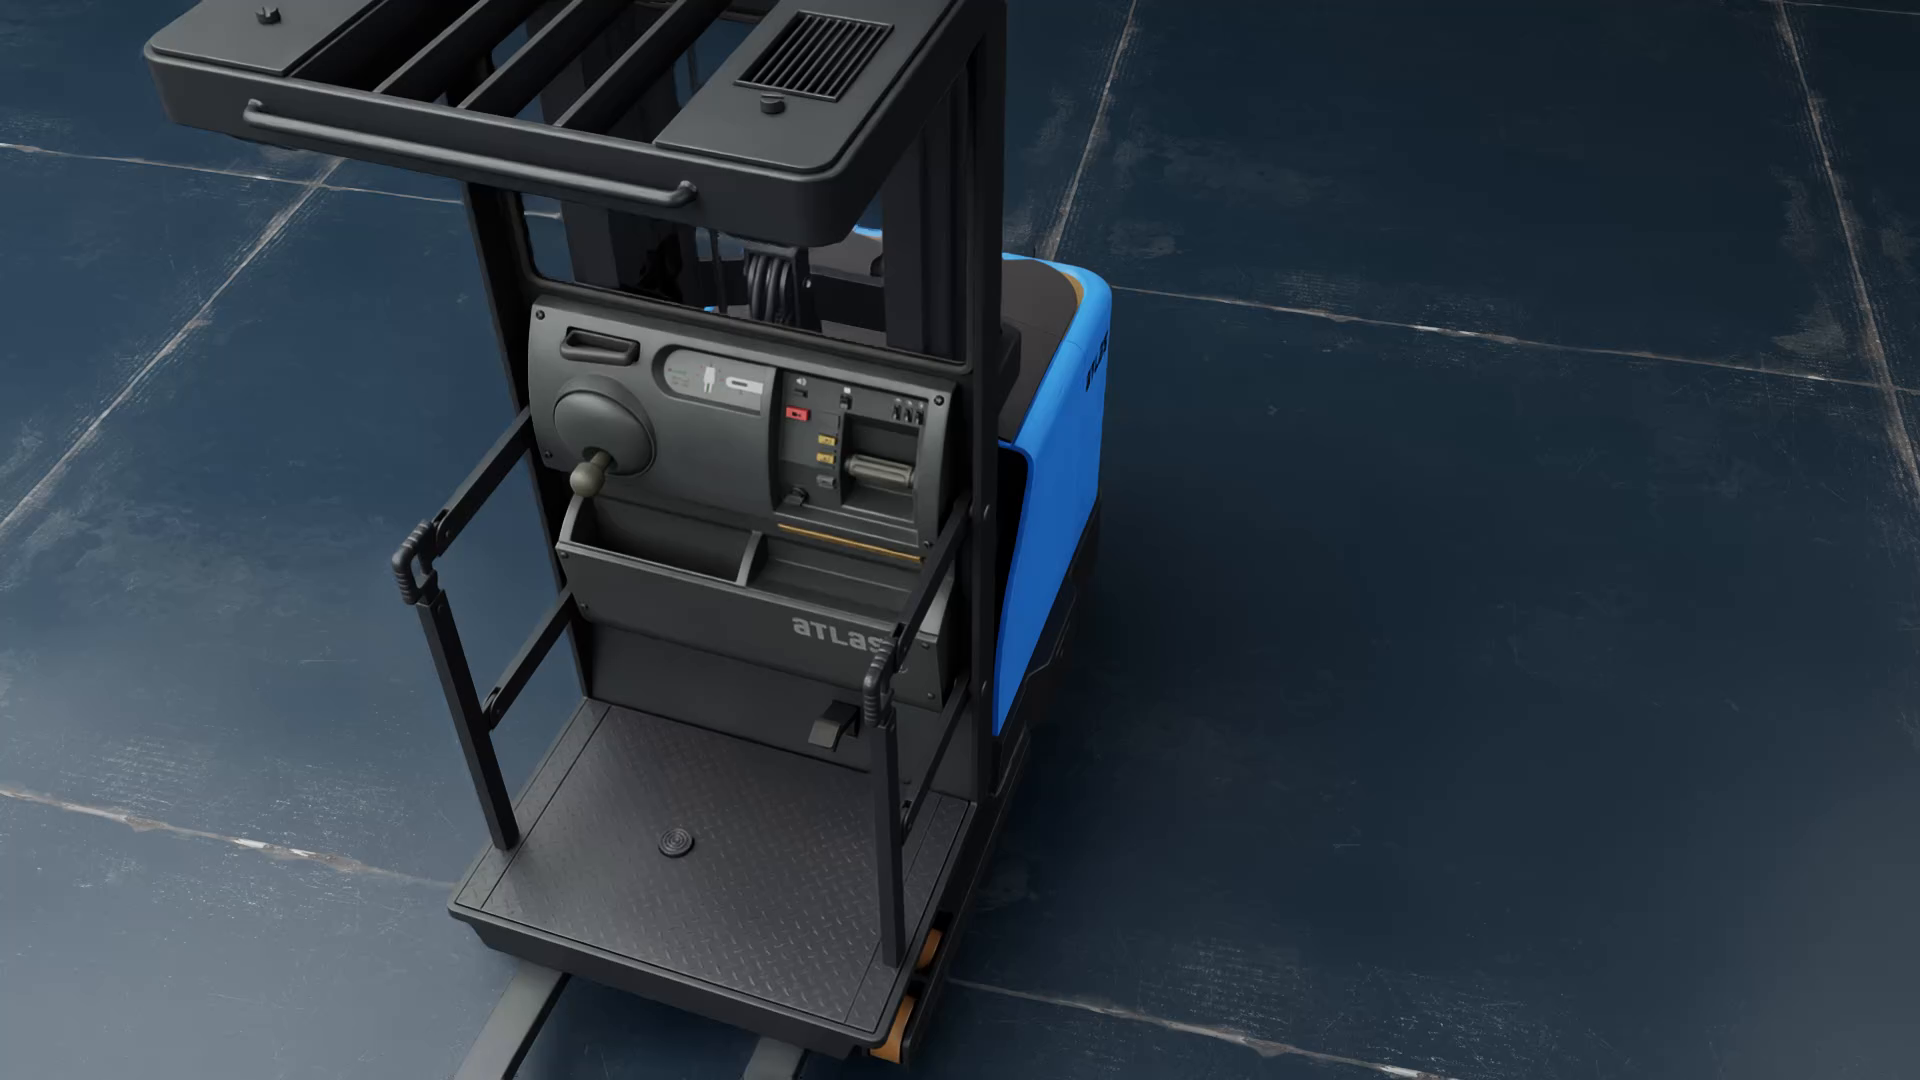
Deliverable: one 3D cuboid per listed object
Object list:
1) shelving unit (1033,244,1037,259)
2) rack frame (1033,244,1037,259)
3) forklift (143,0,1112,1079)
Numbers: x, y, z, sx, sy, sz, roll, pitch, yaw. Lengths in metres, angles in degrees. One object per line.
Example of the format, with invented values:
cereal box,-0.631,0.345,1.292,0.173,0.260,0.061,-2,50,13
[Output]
shelving unit,0.087,-0.481,5.101,0.210,0.900,0.258,13,45,13
rack frame,0.183,-0.459,5.077,0.006,0.900,0.240,13,45,13
forklift,-0.532,-0.141,3.282,1.130,2.935,3.031,13,45,13
